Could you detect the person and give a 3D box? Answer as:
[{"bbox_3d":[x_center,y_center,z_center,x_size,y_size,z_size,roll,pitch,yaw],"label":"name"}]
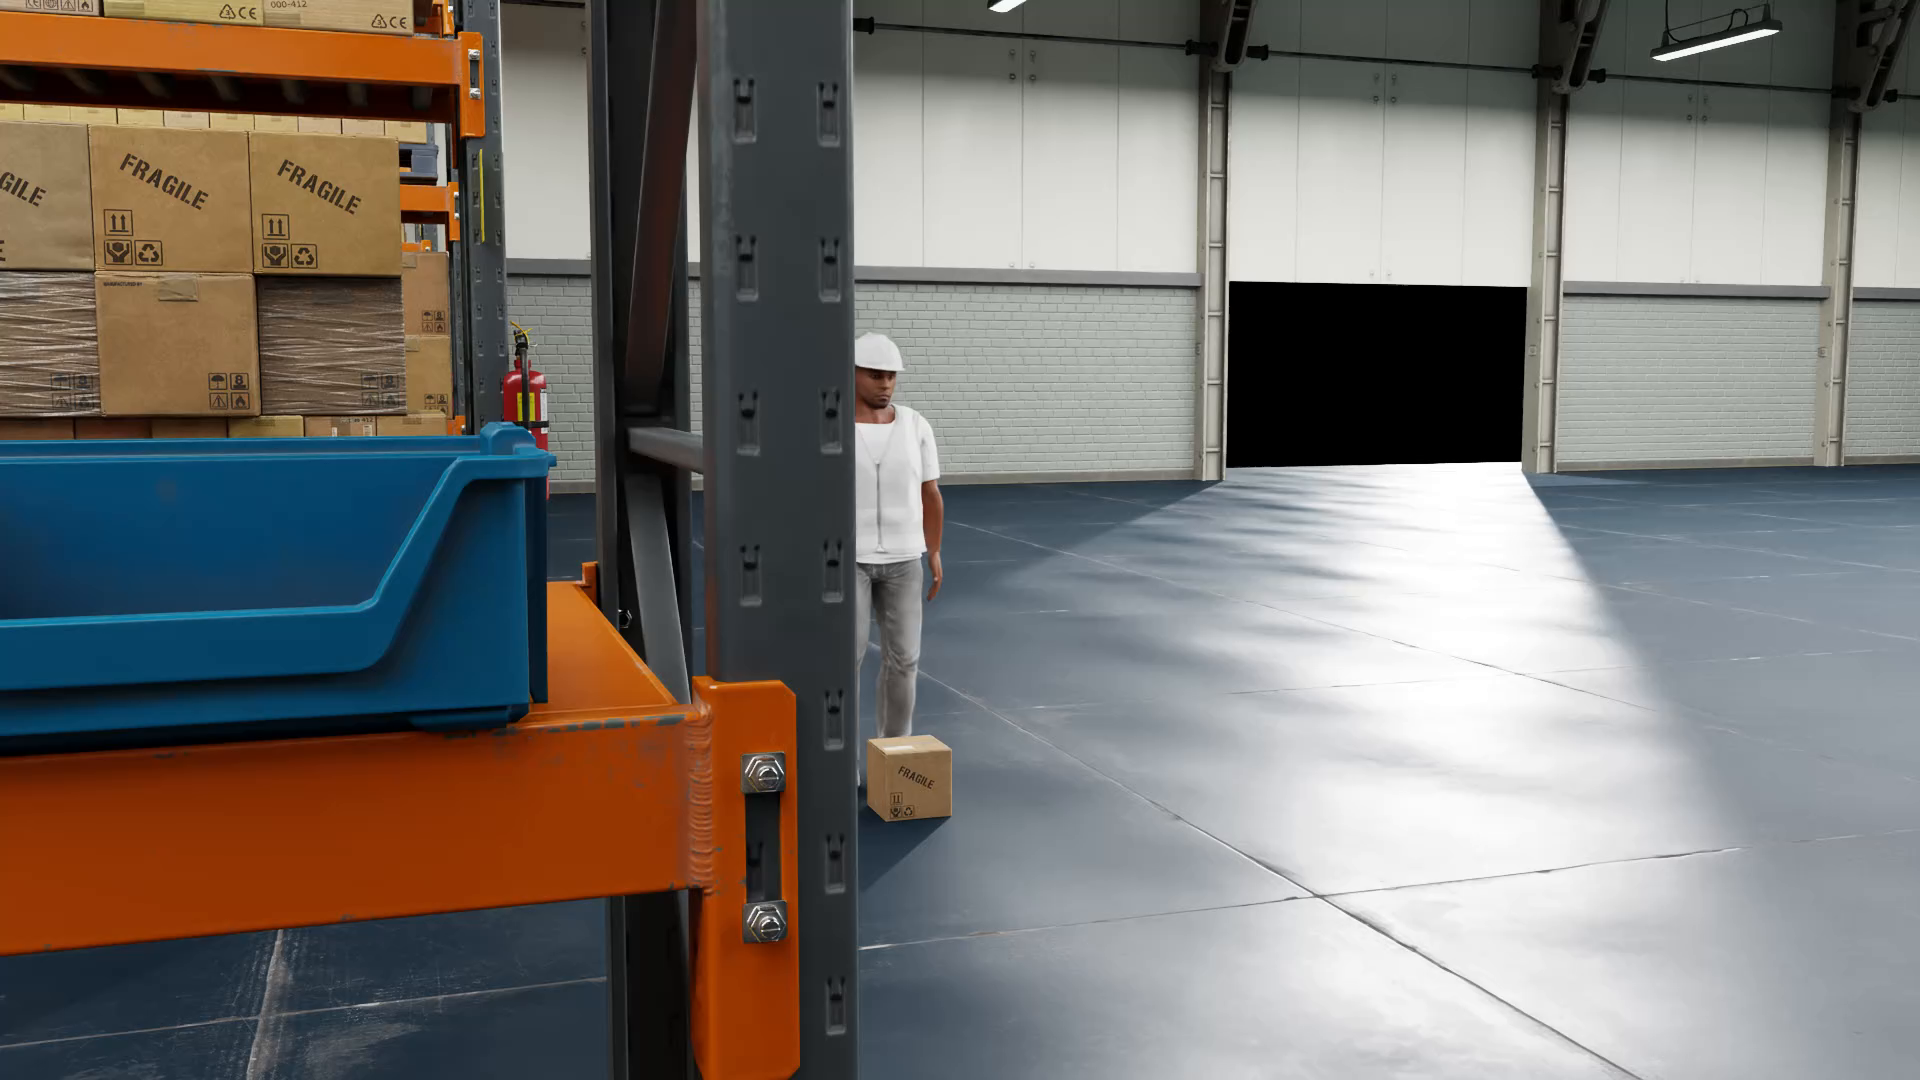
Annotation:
[{"bbox_3d":[-0.334,0.076,6.510,0.567,1.769,0.368,-2,6,-18],"label":"person"}]
